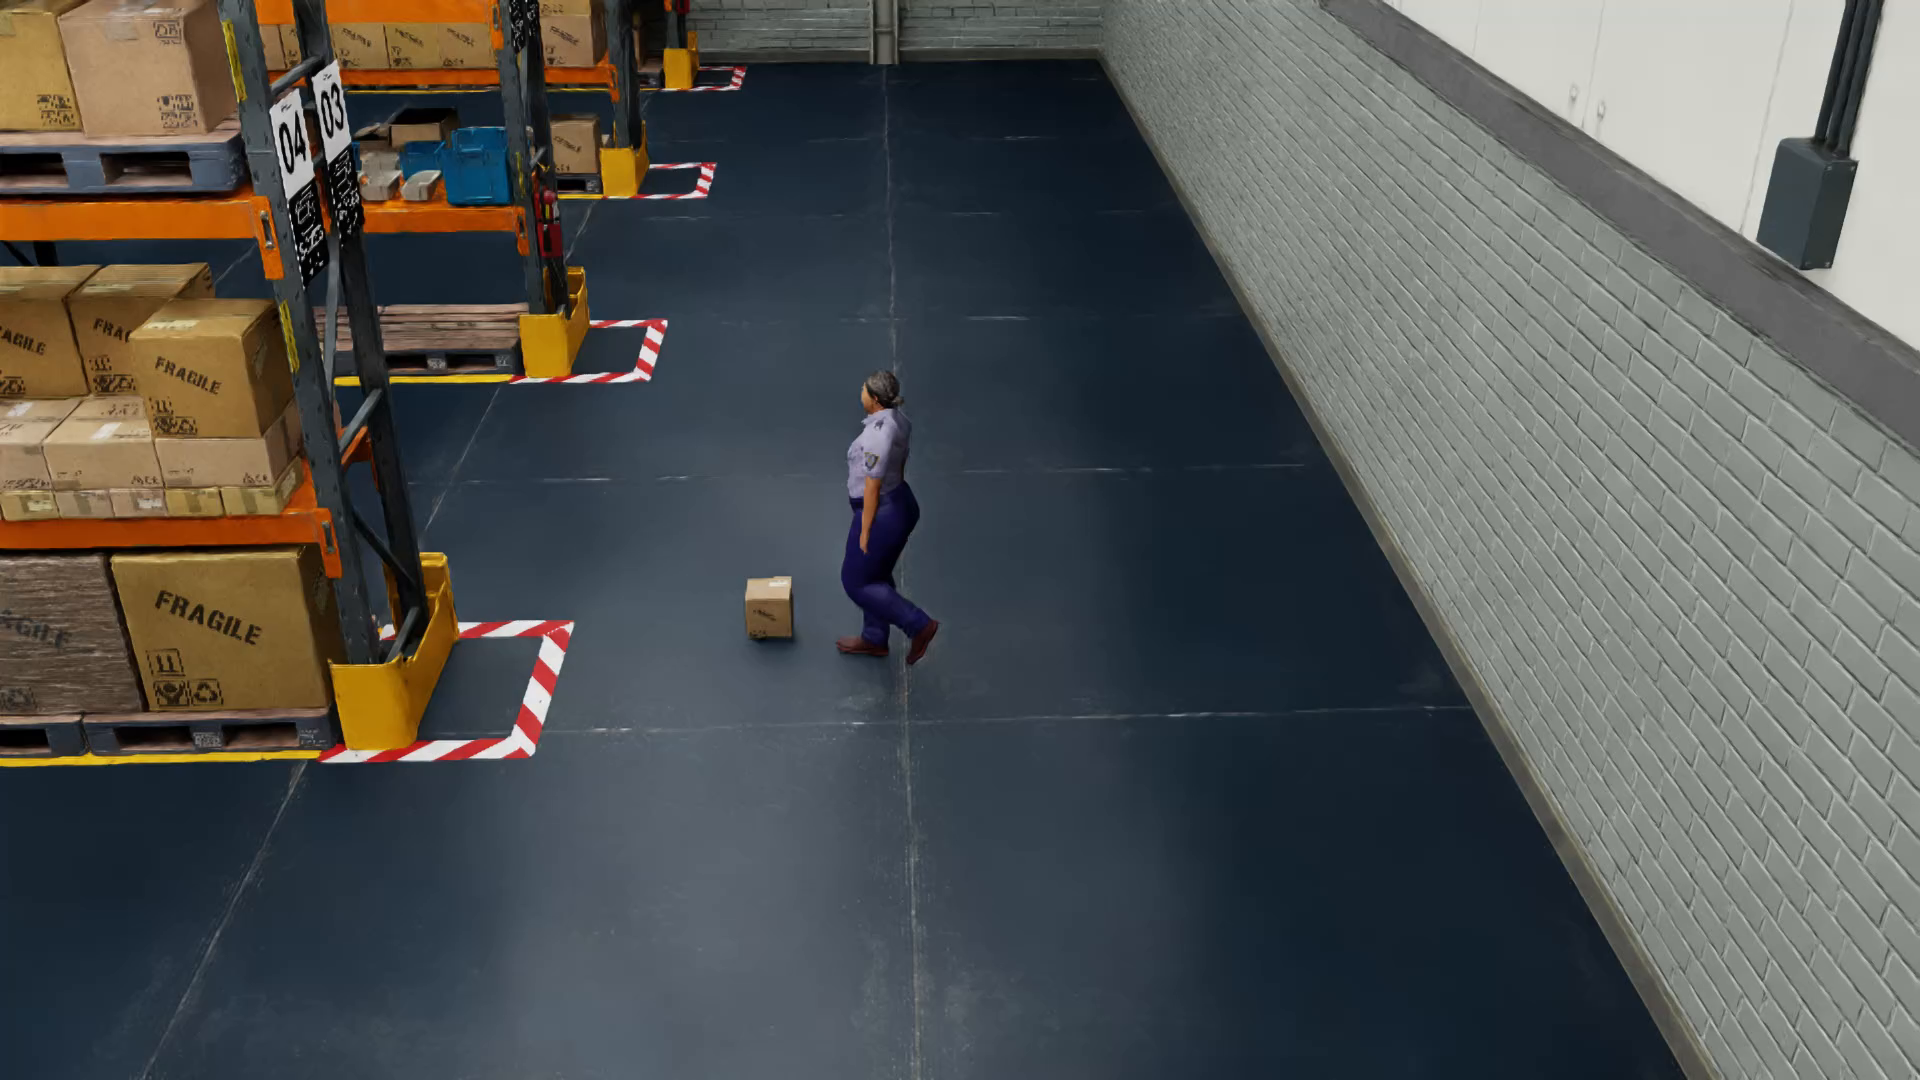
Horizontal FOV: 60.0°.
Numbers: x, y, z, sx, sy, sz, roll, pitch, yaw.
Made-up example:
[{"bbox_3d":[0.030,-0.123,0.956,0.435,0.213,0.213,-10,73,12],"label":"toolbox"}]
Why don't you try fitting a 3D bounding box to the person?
[{"bbox_3d":[-0.371,-0.116,8.848,0.625,1.634,0.515,7,29,14],"label":"person"}]
